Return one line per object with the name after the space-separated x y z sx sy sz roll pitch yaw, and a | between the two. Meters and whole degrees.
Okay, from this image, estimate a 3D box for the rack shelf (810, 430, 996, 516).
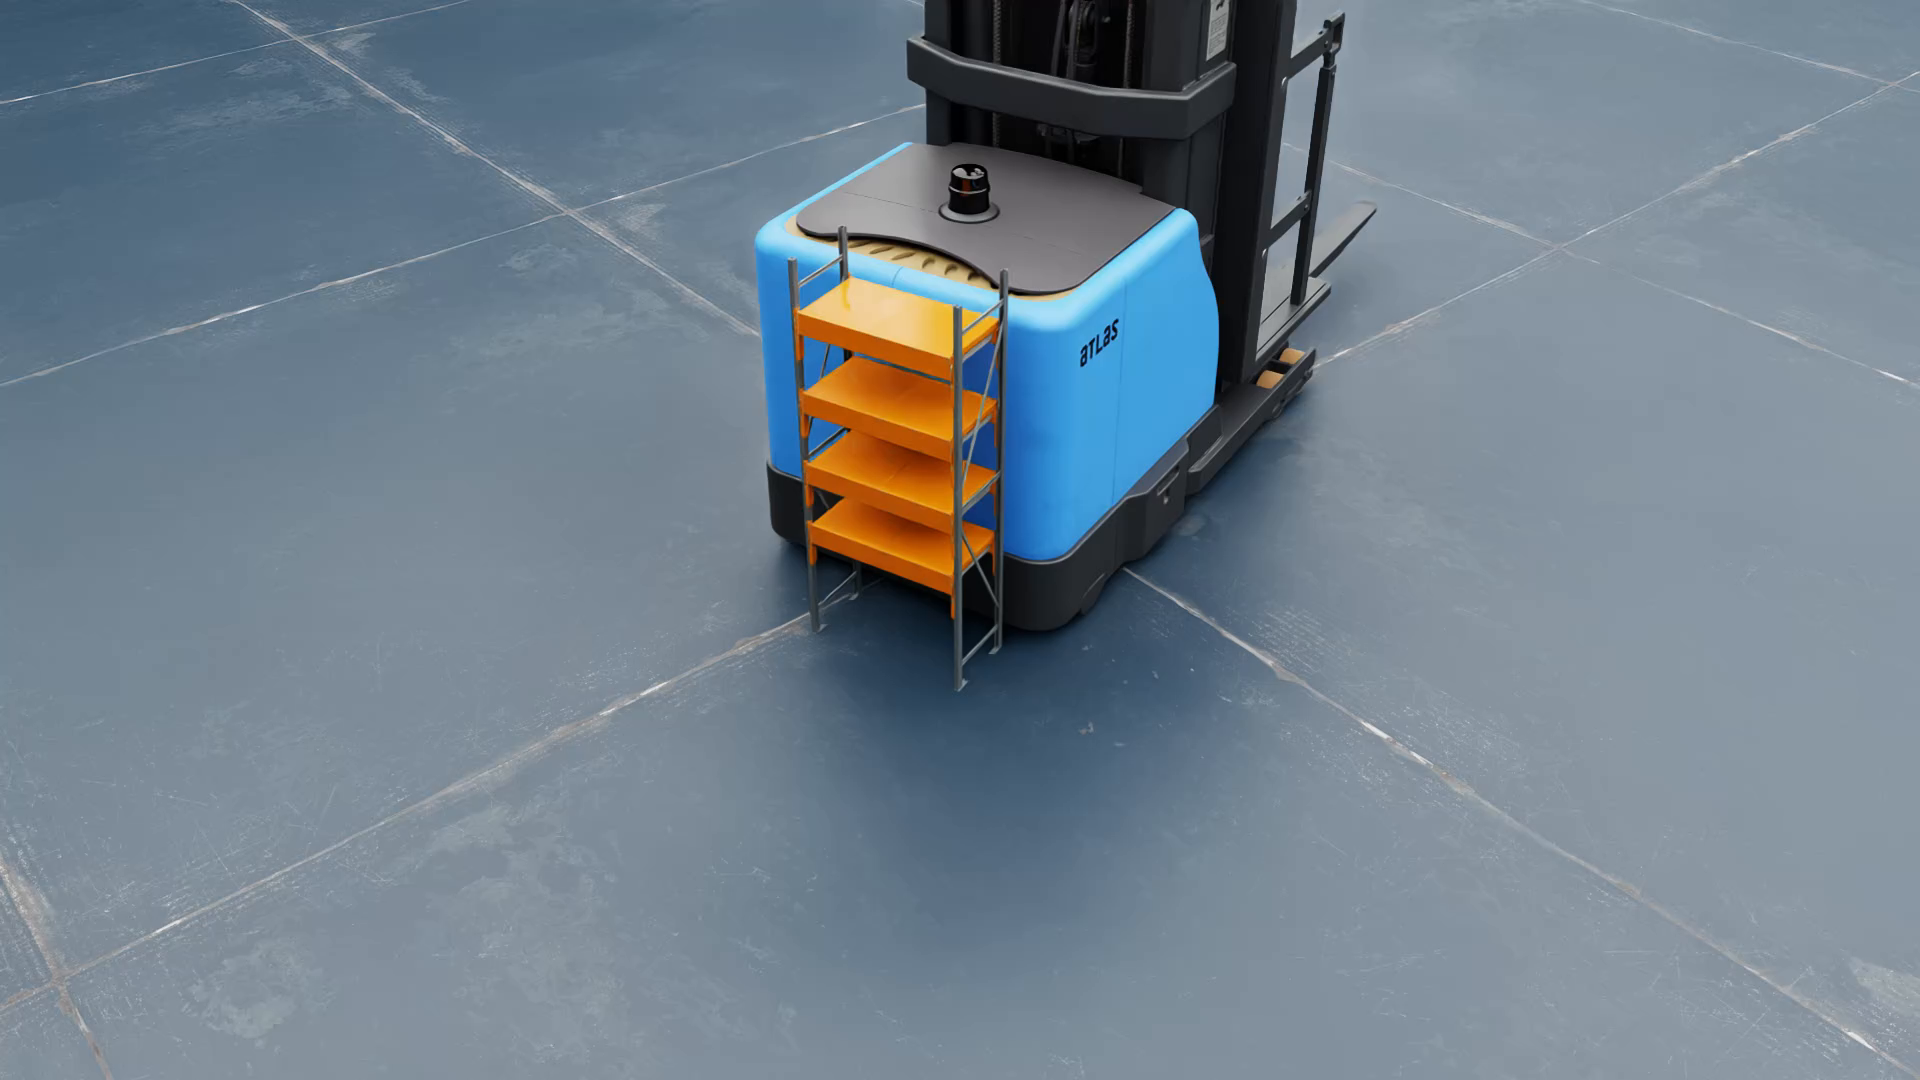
-0.156 -0.174 4.506 0.457 0.050 0.221 20 40 25 | rack shelf

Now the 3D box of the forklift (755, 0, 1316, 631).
0.328 -1.461 4.832 1.129 2.867 1.939 20 40 26 | forklift

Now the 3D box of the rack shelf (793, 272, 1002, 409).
-0.156 -0.518 4.263 0.480 0.148 0.258 20 40 25 | rack shelf

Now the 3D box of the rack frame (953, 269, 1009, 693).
0.052 -0.123 4.386 0.015 1.200 0.240 20 40 25 | rack frame

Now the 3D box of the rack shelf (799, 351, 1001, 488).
-0.156 -0.325 4.400 0.480 0.148 0.258 20 40 25 | rack shelf

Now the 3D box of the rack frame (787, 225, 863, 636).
-0.364 -0.271 4.594 0.015 1.200 0.240 20 40 25 | rack frame

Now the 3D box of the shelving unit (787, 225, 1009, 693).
-0.156 -0.197 4.490 0.503 1.200 0.258 20 40 25 | shelving unit

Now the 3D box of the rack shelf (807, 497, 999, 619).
-0.156 0.020 4.644 0.480 0.148 0.258 20 40 25 | rack shelf
